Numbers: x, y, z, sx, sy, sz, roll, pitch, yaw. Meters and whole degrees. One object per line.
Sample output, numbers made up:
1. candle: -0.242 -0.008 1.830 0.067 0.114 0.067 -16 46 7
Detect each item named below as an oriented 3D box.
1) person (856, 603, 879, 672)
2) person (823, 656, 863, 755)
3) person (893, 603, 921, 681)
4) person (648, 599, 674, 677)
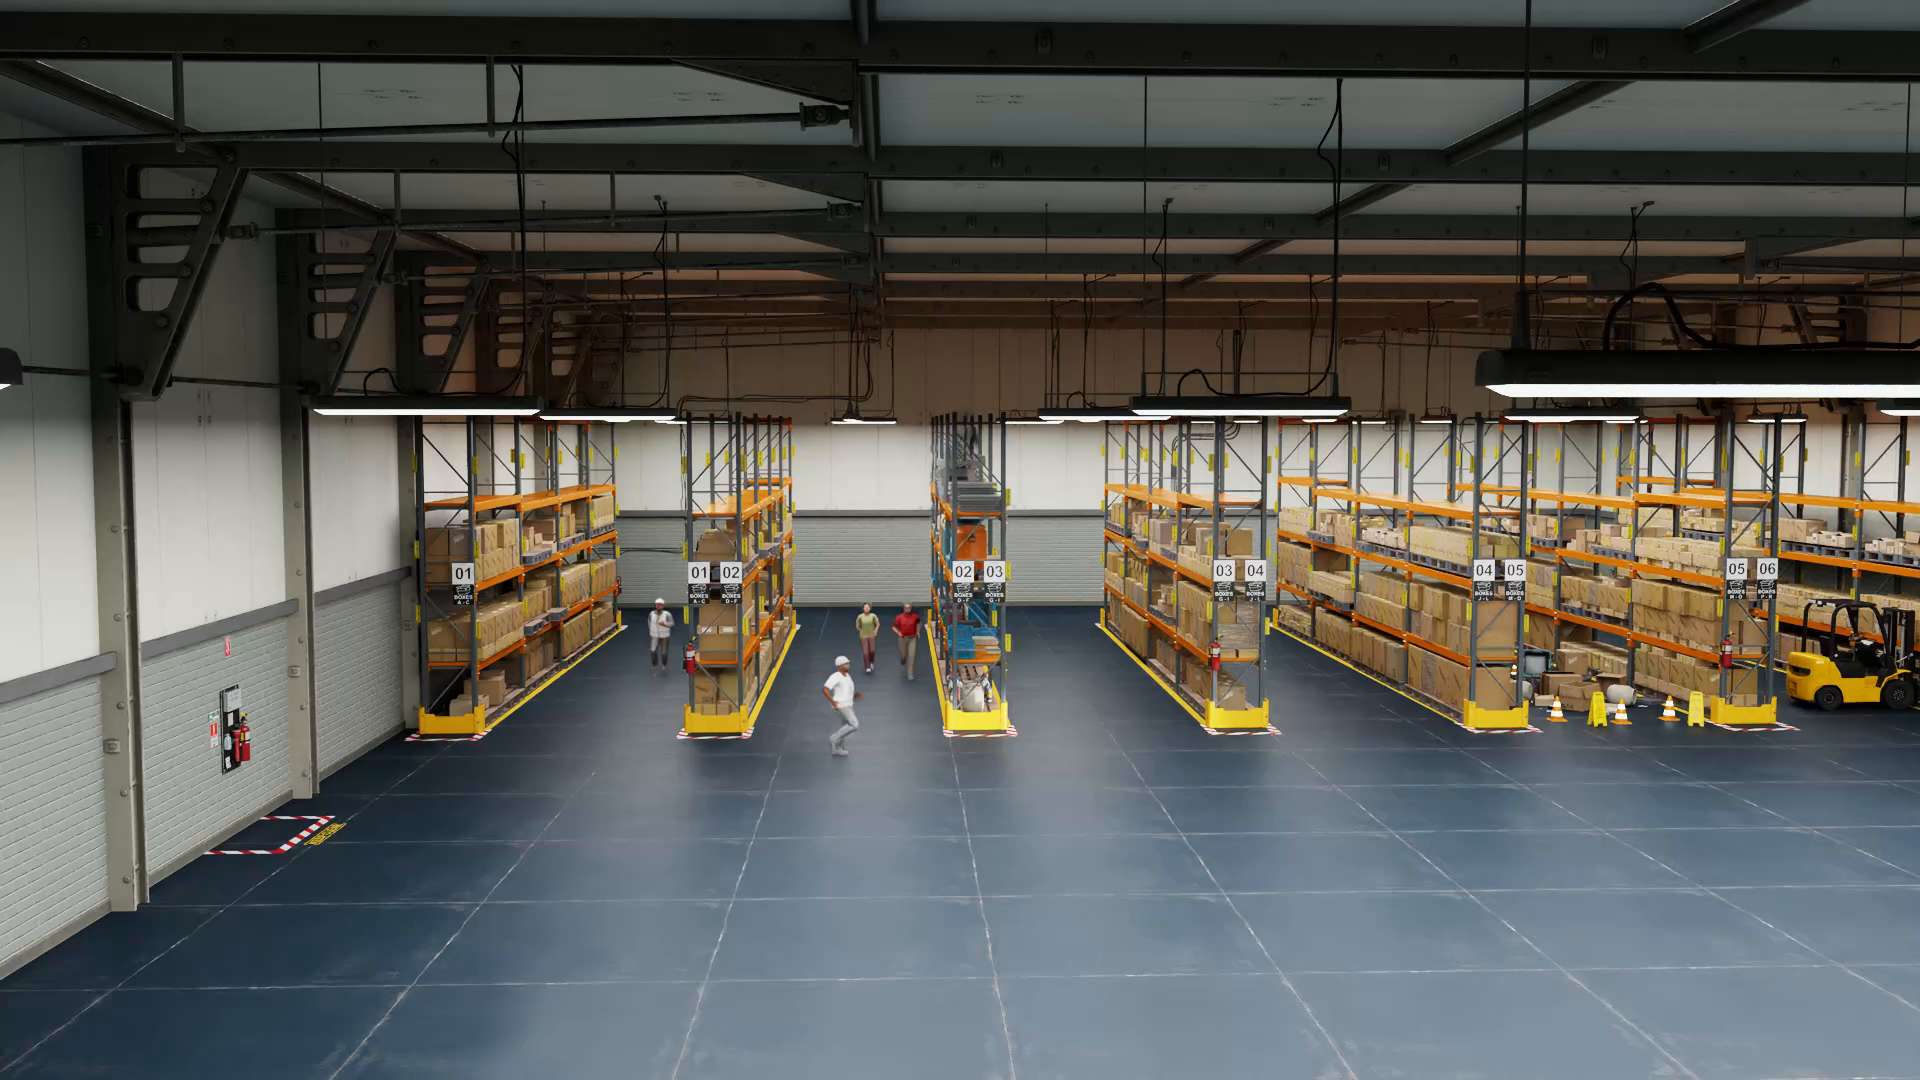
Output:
1. person: -2.148 2.270 38.670 0.556 1.626 0.520 0 4 -3
2. person: -1.989 2.883 28.934 0.597 1.721 0.690 1 4 17
3. person: -1.195 2.293 37.851 0.673 1.716 0.919 0 4 -7
4. person: -6.893 2.249 38.354 0.635 1.820 0.795 0 4 -2
